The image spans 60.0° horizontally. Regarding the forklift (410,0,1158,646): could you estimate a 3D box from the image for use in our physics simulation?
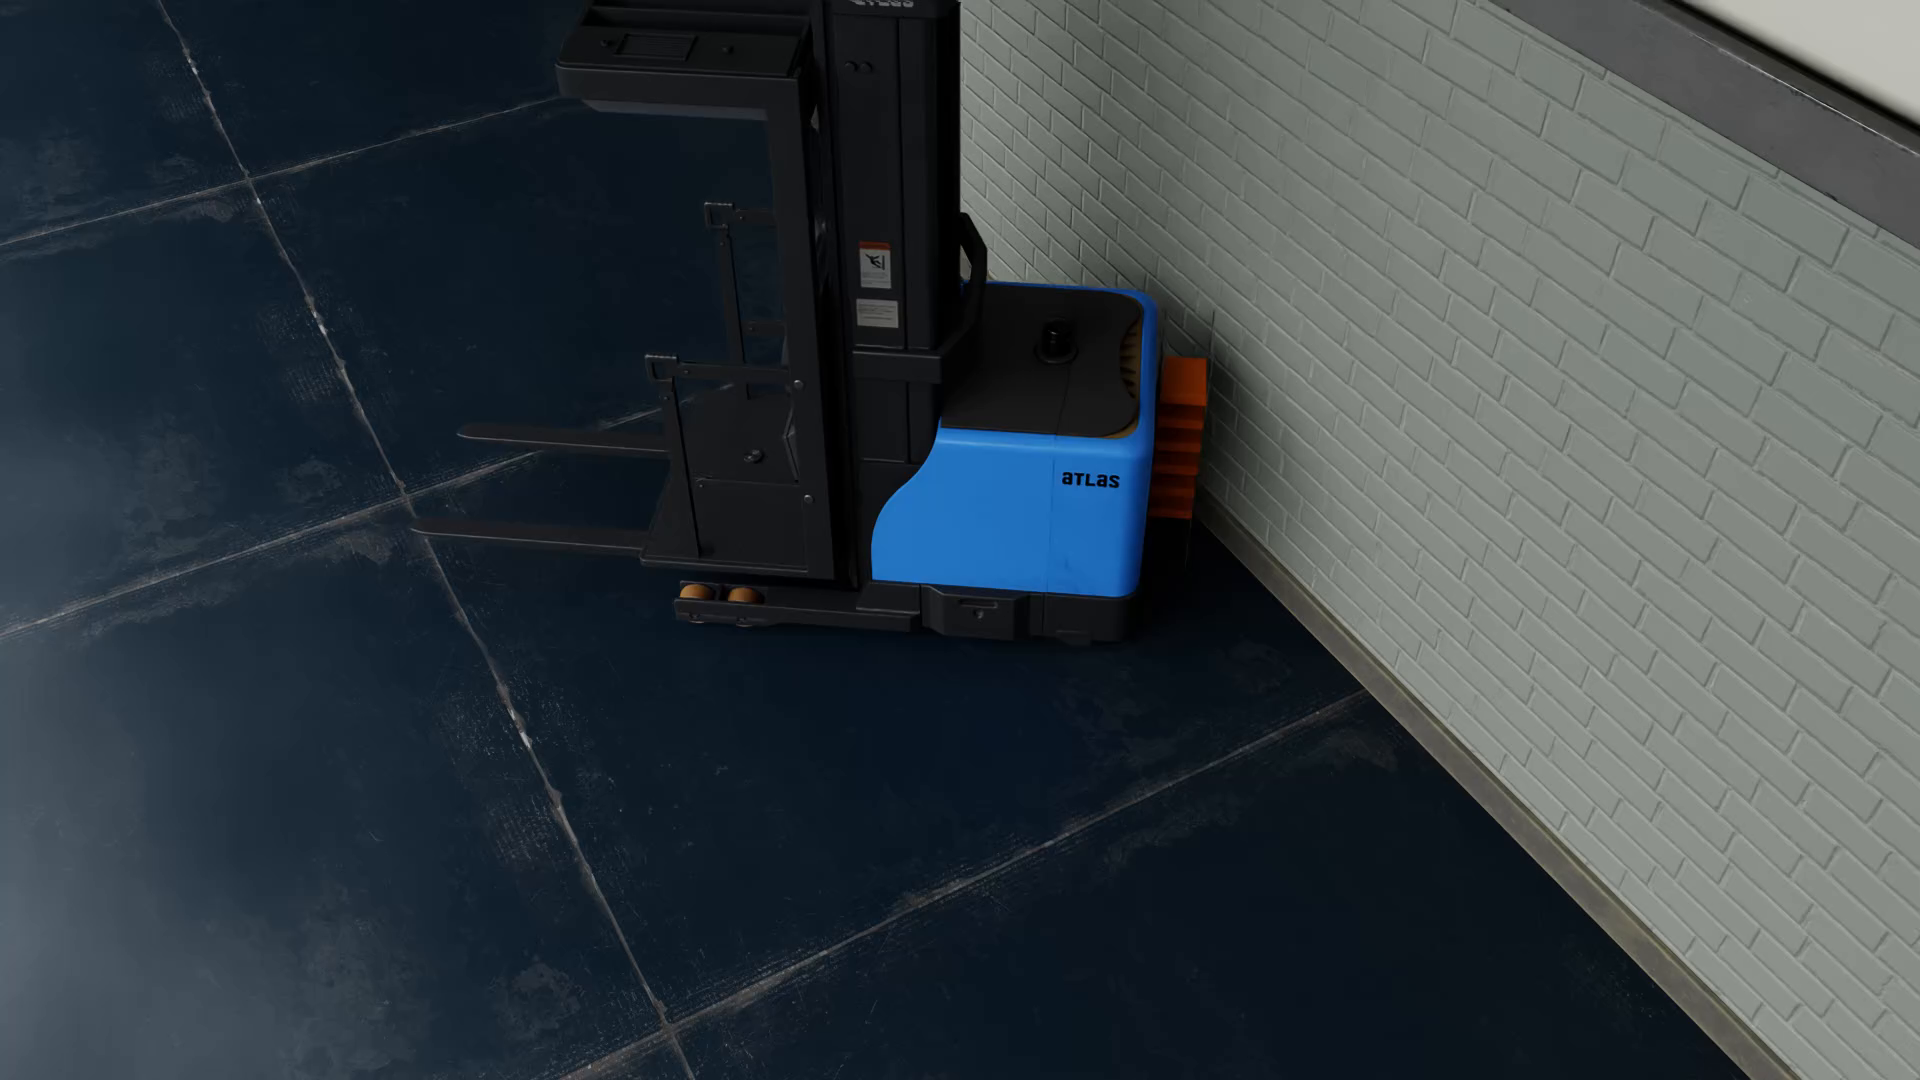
[{"bbox_3d":[-0.744,-1.058,6.165,3.031,2.935,1.130,4,44,4],"label":"forklift"}]

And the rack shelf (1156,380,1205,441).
[{"bbox_3d":[0.871,-0.518,6.571,0.180,0.103,0.258,4,44,4],"label":"rack shelf"}]

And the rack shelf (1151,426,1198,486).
[{"bbox_3d":[0.871,-0.346,6.738,0.180,0.103,0.258,4,44,4],"label":"rack shelf"}]

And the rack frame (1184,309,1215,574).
[{"bbox_3d":[0.962,-0.371,6.701,0.006,1.200,0.240,4,44,4],"label":"rack frame"}]

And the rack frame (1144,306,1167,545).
[{"bbox_3d":[0.780,-0.384,6.714,0.006,1.200,0.240,4,44,4],"label":"rack frame"}]

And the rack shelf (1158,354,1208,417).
[{"bbox_3d":[0.871,-0.604,6.488,0.180,0.103,0.258,4,44,4],"label":"rack shelf"}]

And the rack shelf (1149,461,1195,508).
[{"bbox_3d":[0.871,-0.260,6.822,0.180,0.103,0.258,4,44,4],"label":"rack shelf"}]

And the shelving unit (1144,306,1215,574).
[{"bbox_3d":[0.871,-0.378,6.707,0.189,1.200,0.258,4,44,4],"label":"shelving unit"}]

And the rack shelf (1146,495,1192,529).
[{"bbox_3d":[0.871,-0.174,6.905,0.180,0.103,0.258,4,44,4],"label":"rack shelf"}]

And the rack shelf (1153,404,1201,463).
[{"bbox_3d":[0.871,-0.432,6.655,0.180,0.103,0.258,4,44,4],"label":"rack shelf"}]
